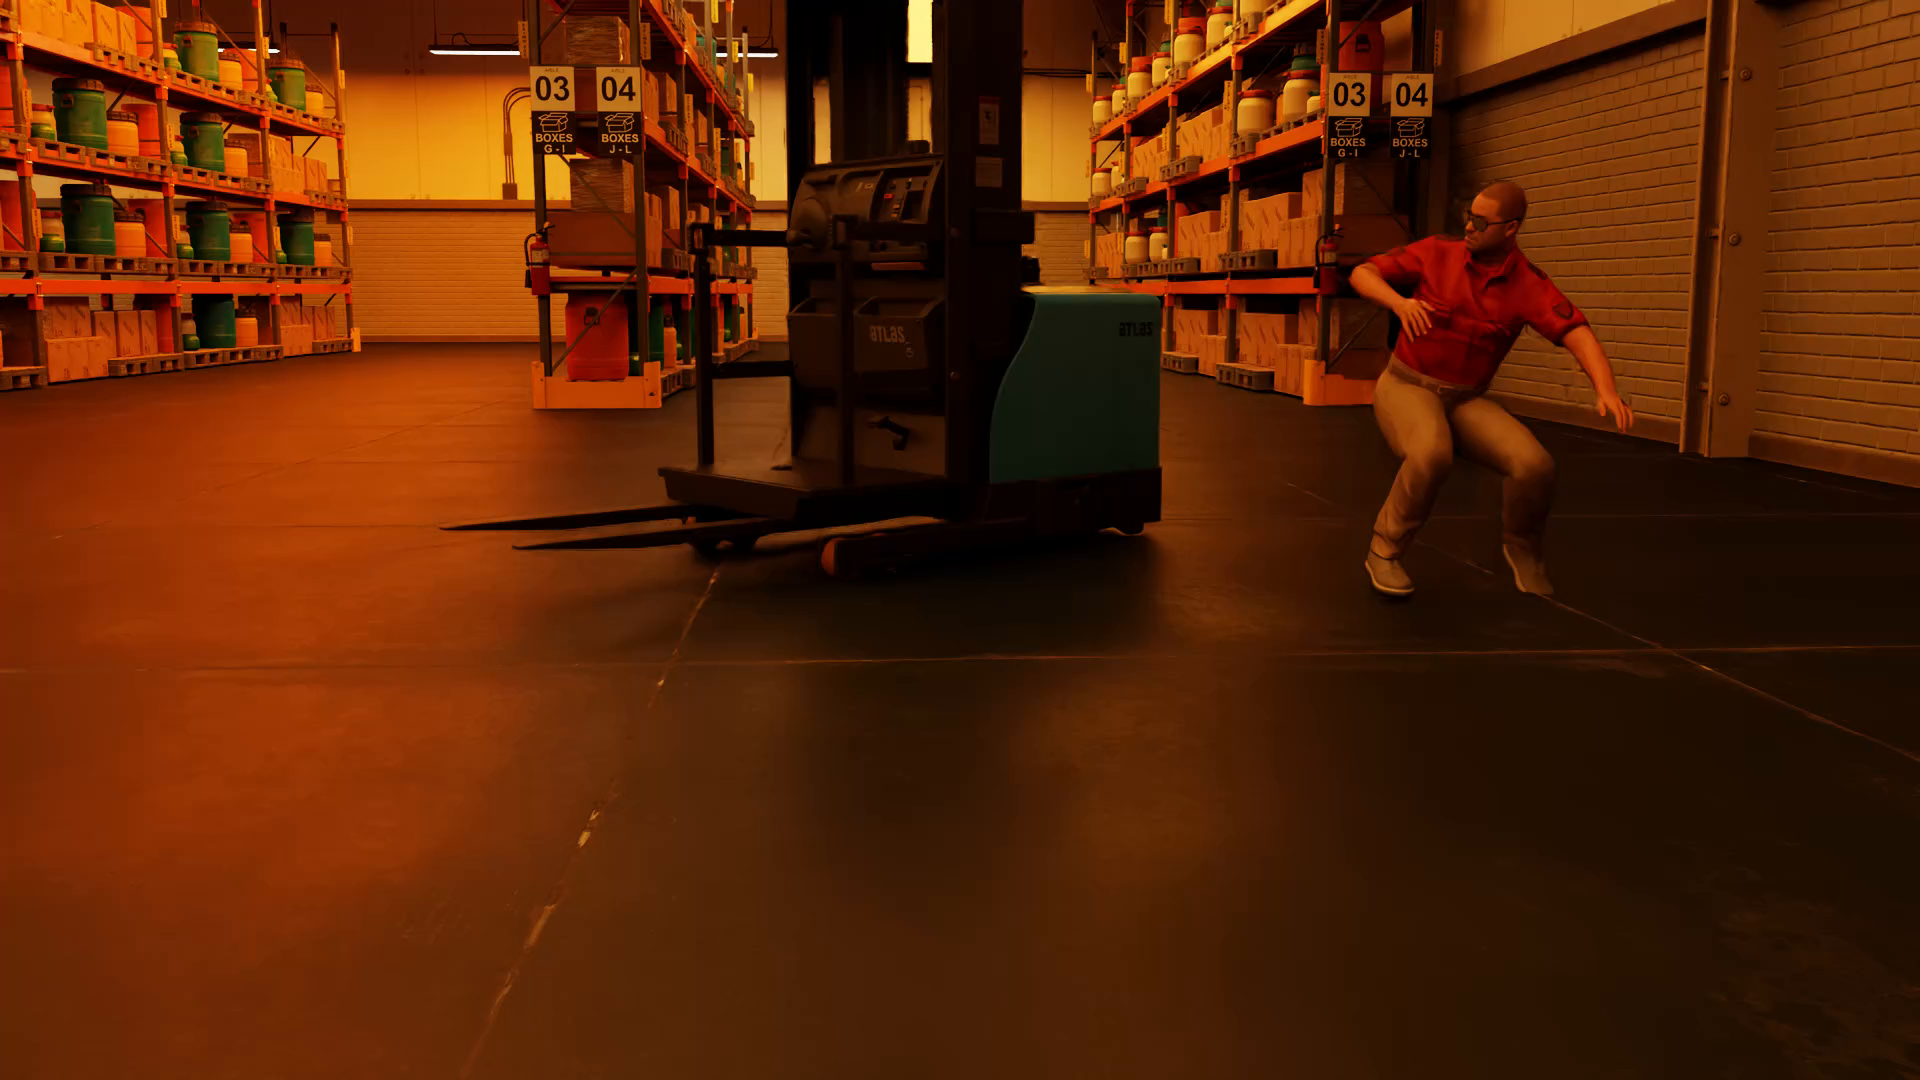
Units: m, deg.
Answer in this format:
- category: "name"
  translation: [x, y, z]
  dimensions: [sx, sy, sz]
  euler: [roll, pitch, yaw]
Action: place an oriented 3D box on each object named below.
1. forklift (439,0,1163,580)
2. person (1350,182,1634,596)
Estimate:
- category: "forklift"
  translation: [-0.549, -1.384, 6.650]
  dimensions: [3.031, 2.935, 1.130]
  euler: [-7, 11, -40]
- category: "person"
  translation: [1.804, -0.492, 5.838]
  dimensions: [0.794, 1.498, 0.896]
  euler: [-1, 8, -4]
